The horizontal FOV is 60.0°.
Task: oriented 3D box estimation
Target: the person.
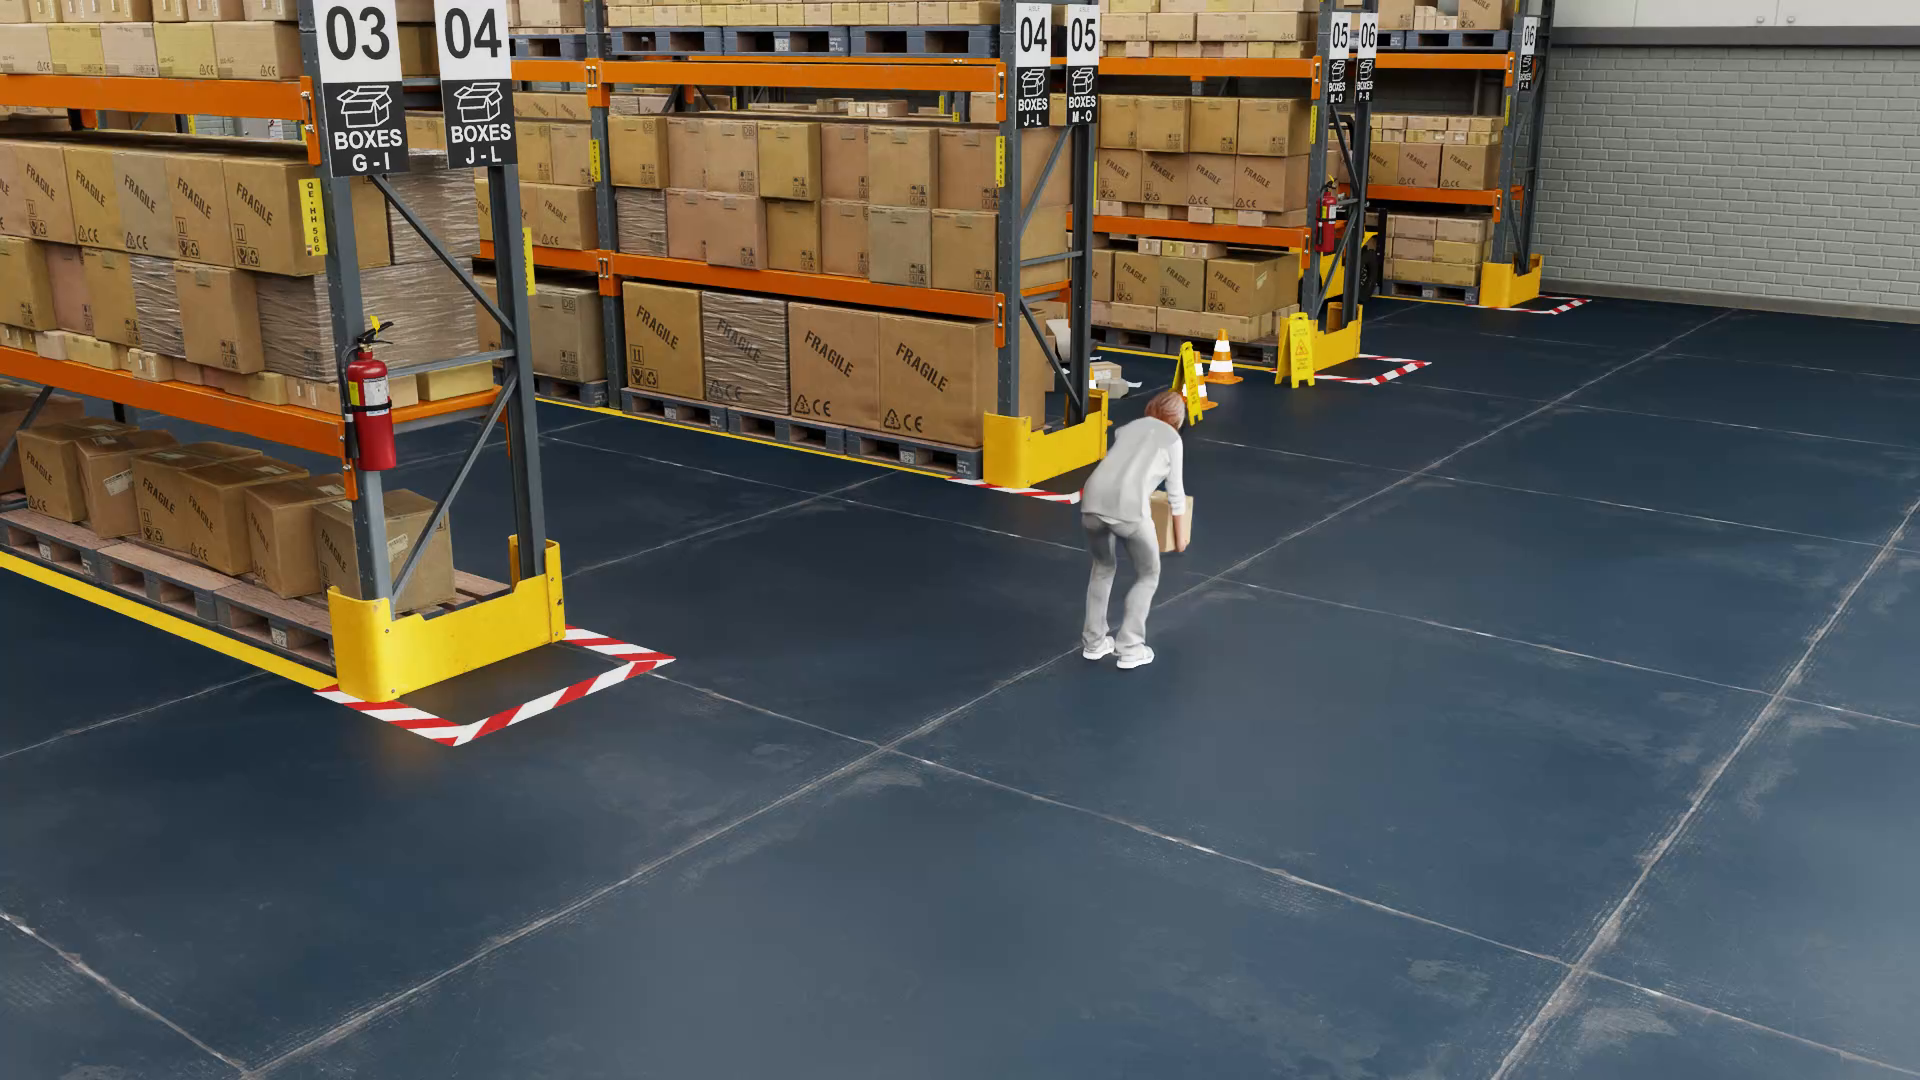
[{"bbox_3d":[0.888,-0.057,8.279,0.385,1.293,0.780,11,20,33],"label":"person"}]
